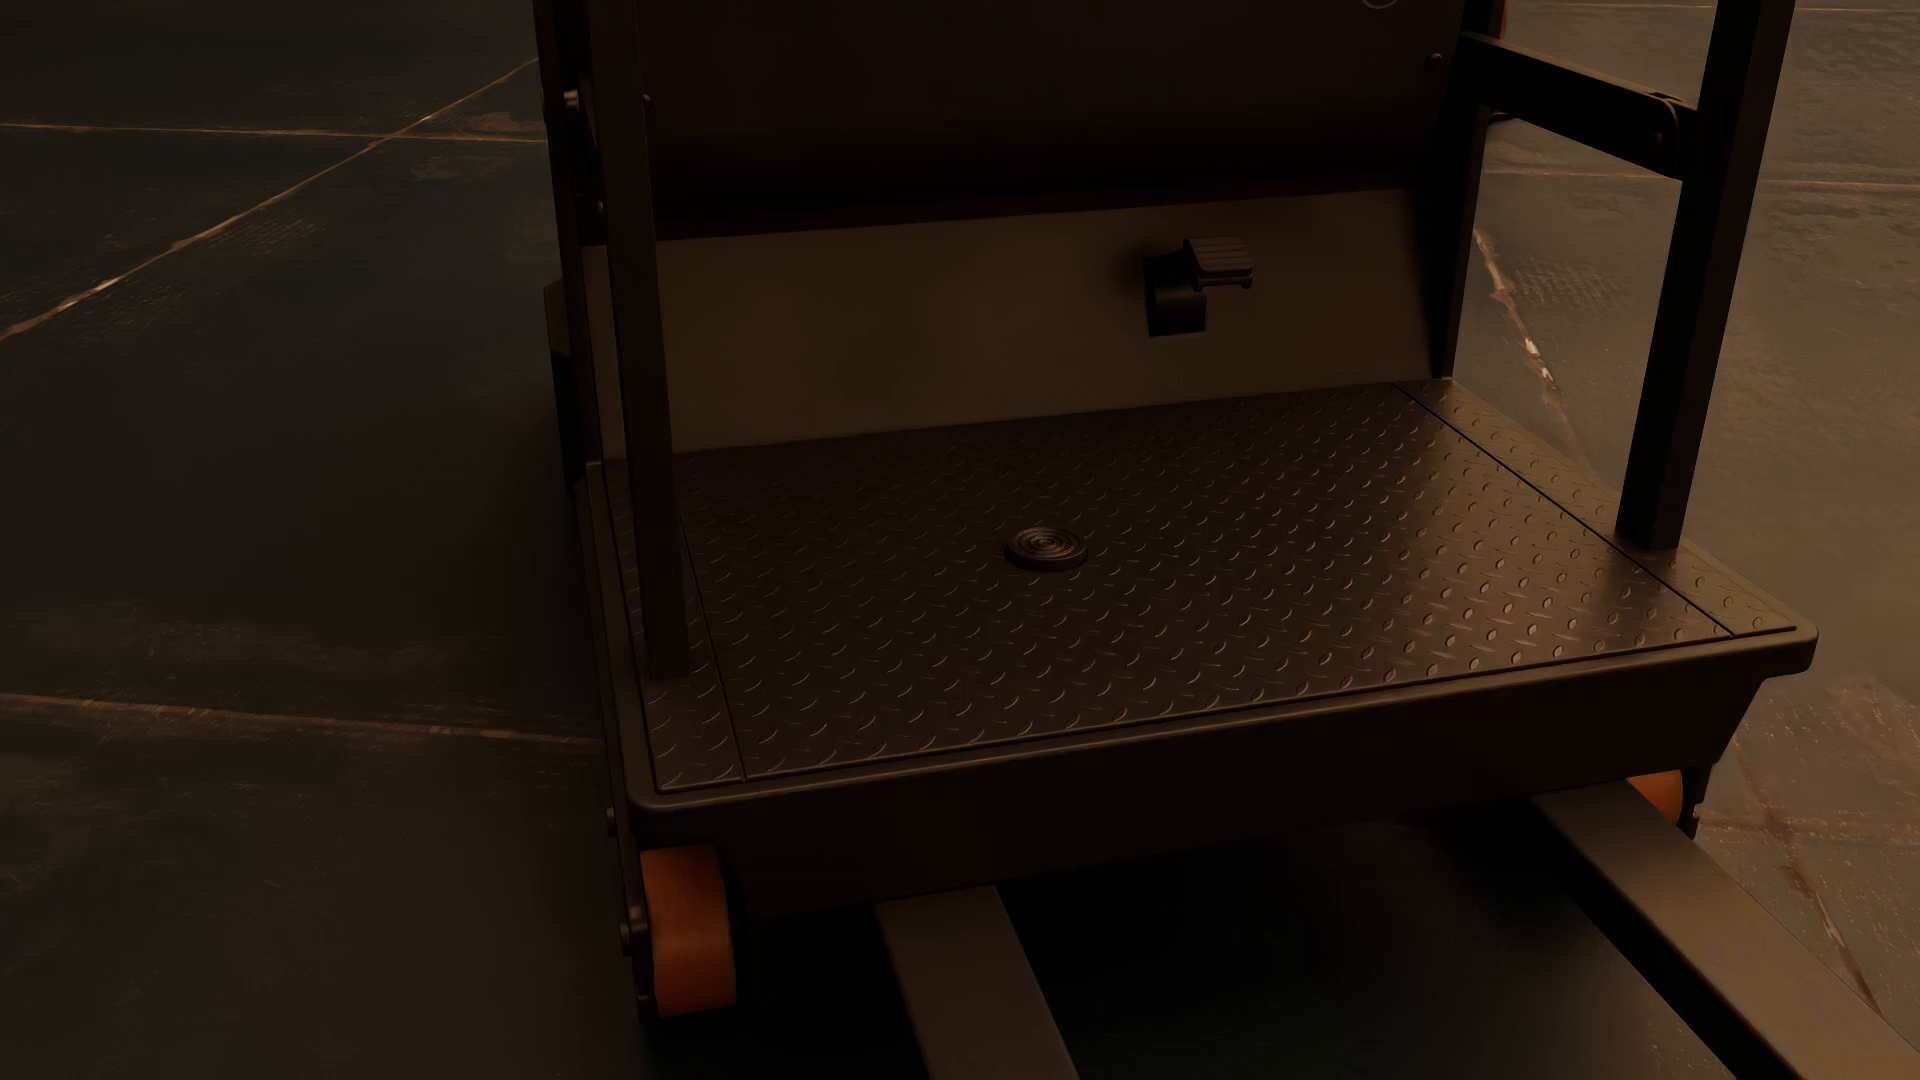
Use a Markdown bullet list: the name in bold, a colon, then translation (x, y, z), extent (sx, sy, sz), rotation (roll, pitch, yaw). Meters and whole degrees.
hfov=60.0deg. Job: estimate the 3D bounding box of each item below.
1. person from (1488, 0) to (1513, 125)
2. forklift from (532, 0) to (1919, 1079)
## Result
- **person**: translation (1.406, -2.079, 4.745), extent (0.583, 1.718, 0.427), rotation (11, 29, 22)
- **forklift**: translation (0.153, -1.049, 1.319), extent (1.130, 2.935, 3.031), rotation (-7, 27, -13)
